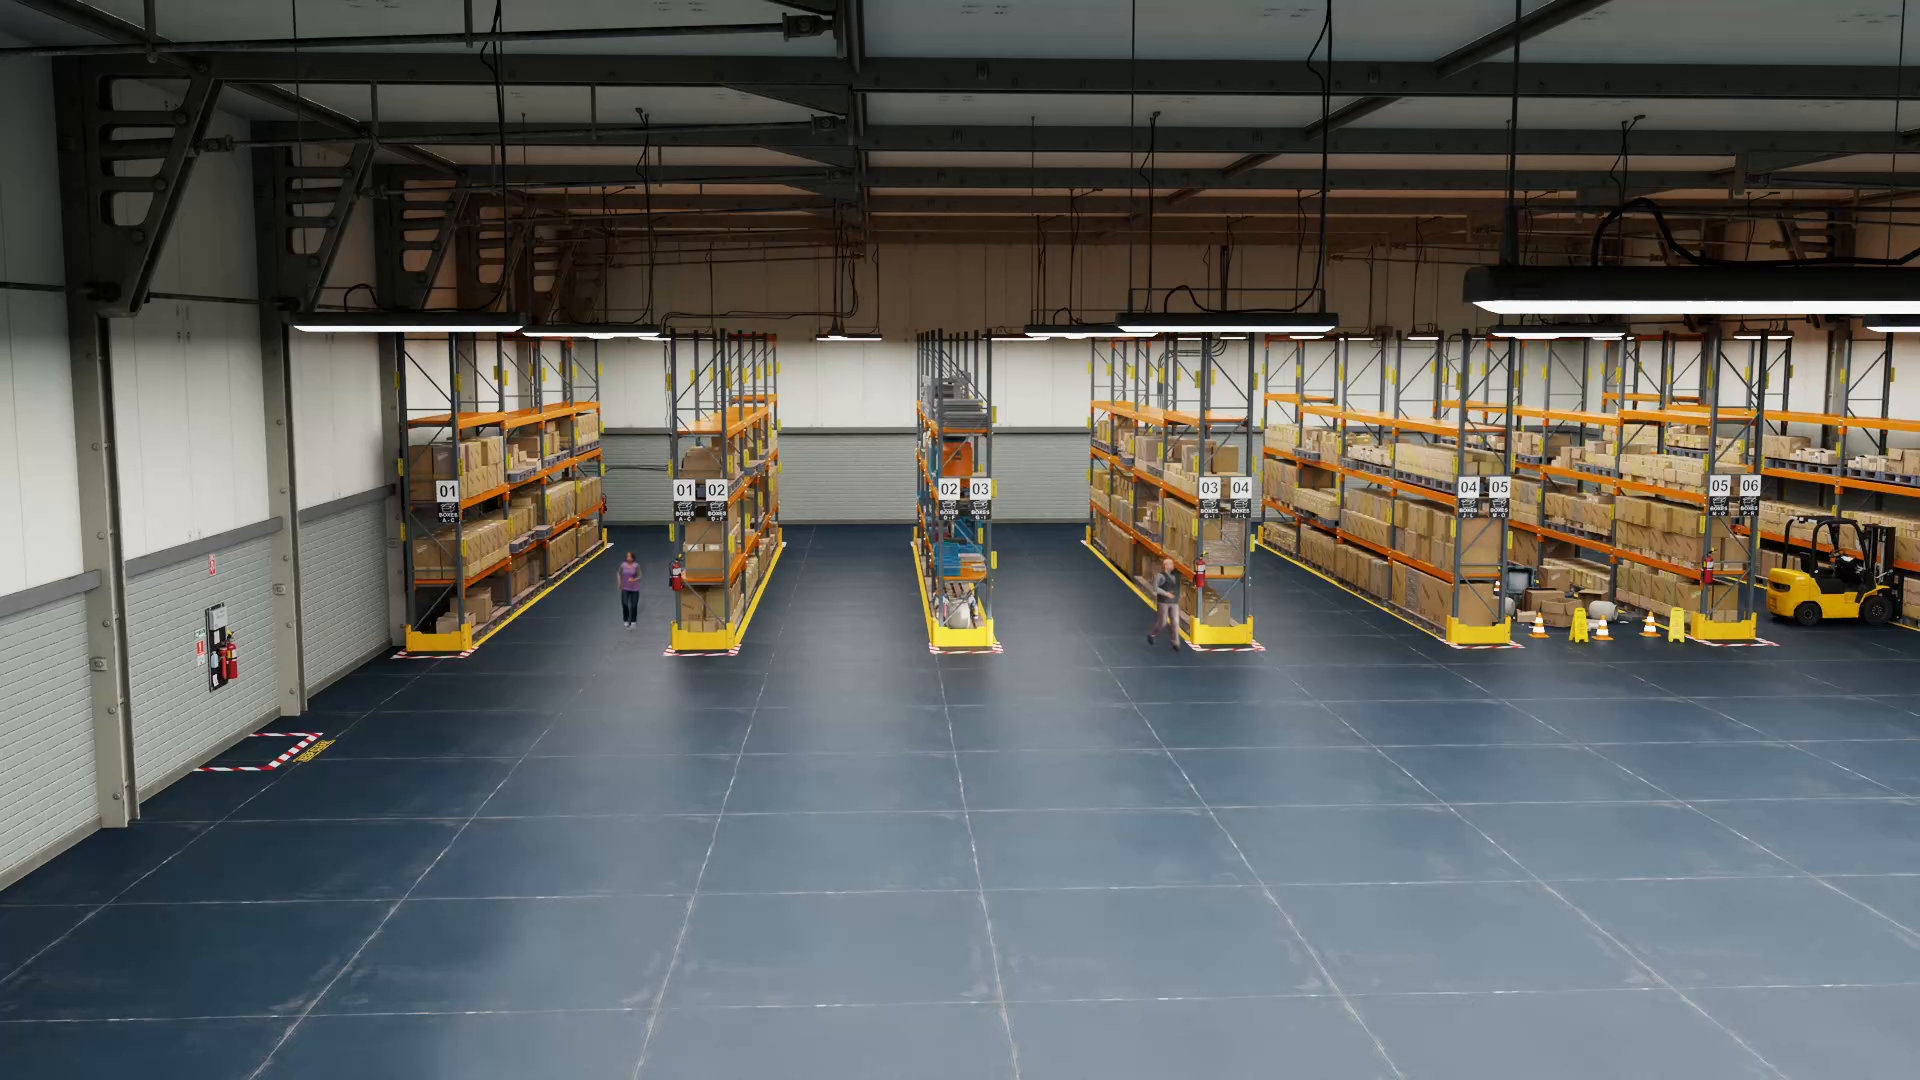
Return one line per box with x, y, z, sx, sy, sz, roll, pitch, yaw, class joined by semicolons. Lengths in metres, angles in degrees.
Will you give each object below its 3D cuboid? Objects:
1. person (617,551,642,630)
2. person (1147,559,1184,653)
-6.606;1.019;33.236;0.508;1.580;0.657;-1;7;-7;person
3.923;1.170;31.070;0.702;1.635;0.949;-4;8;-30;person
